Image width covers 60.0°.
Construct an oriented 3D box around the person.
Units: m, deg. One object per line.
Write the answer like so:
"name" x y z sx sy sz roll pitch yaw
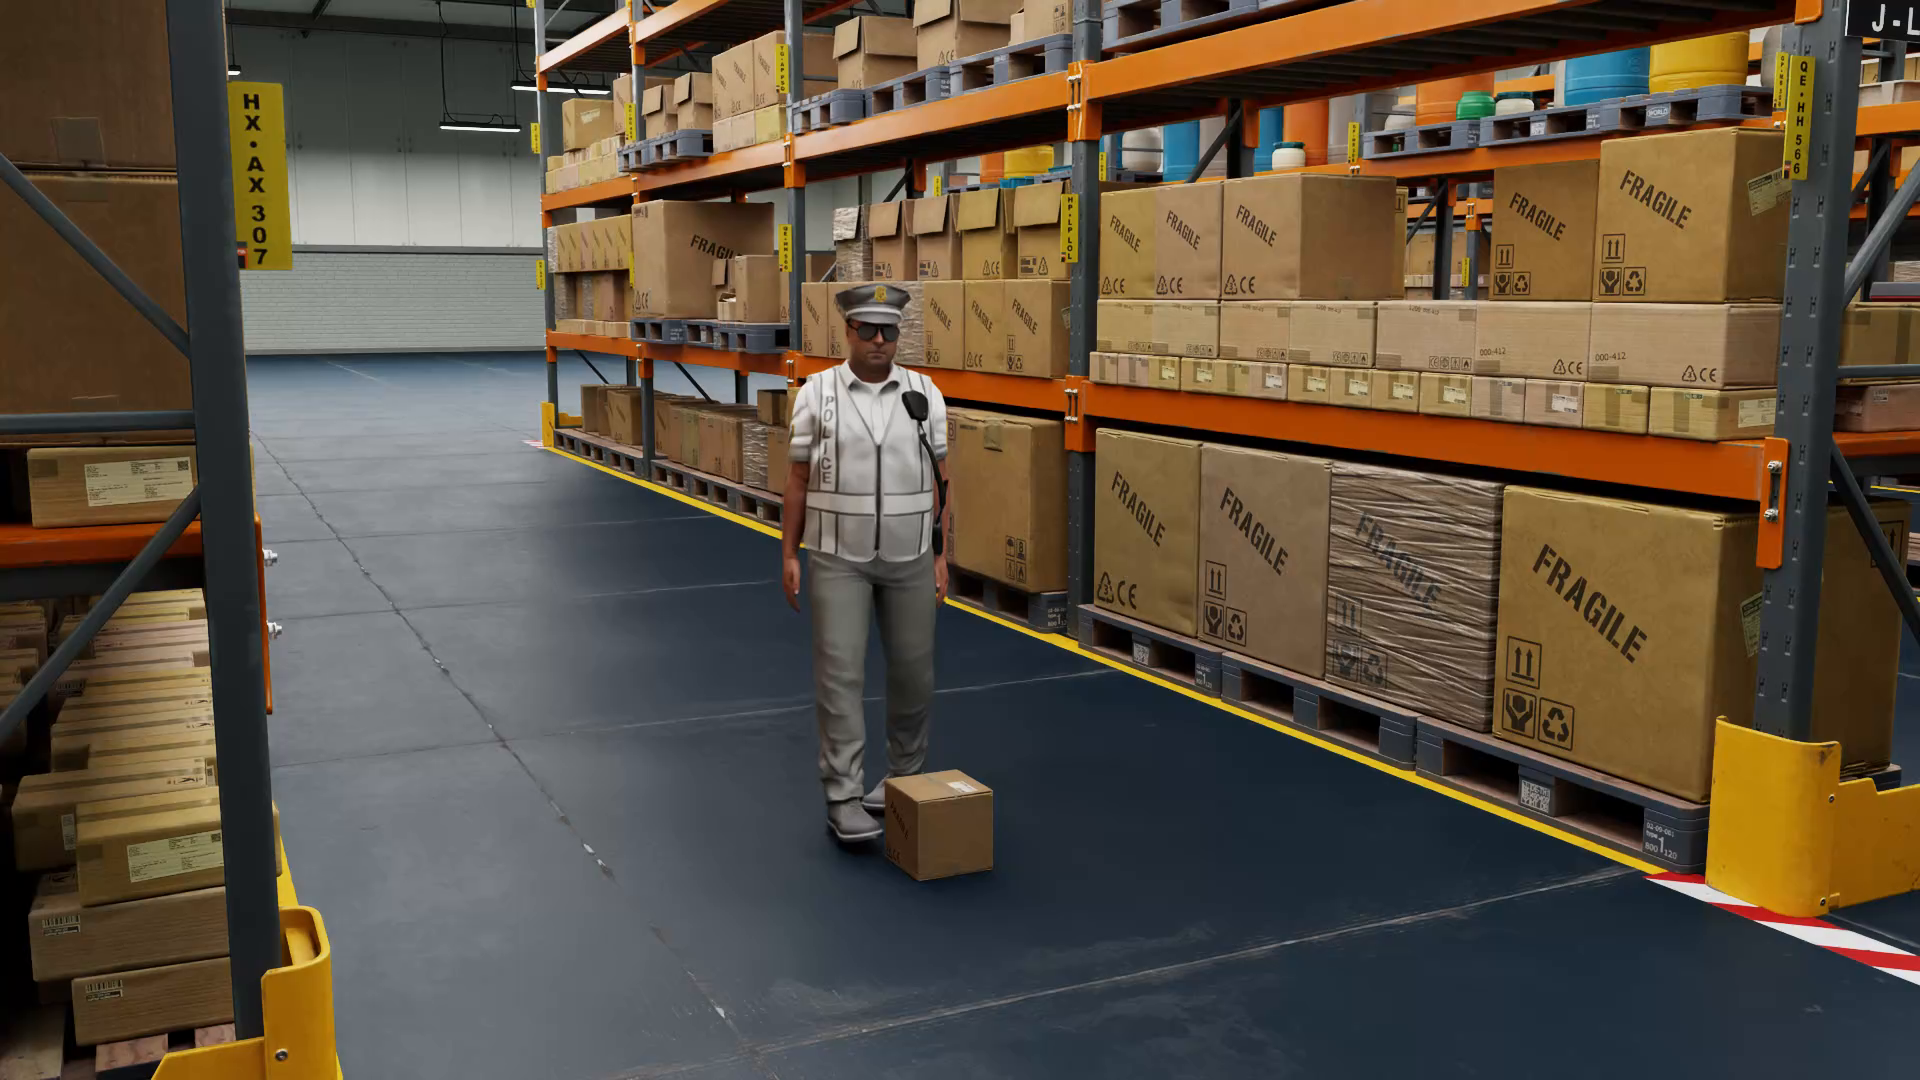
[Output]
"person" -0.291 0.066 5.374 0.565 1.775 0.671 -2 9 -10
